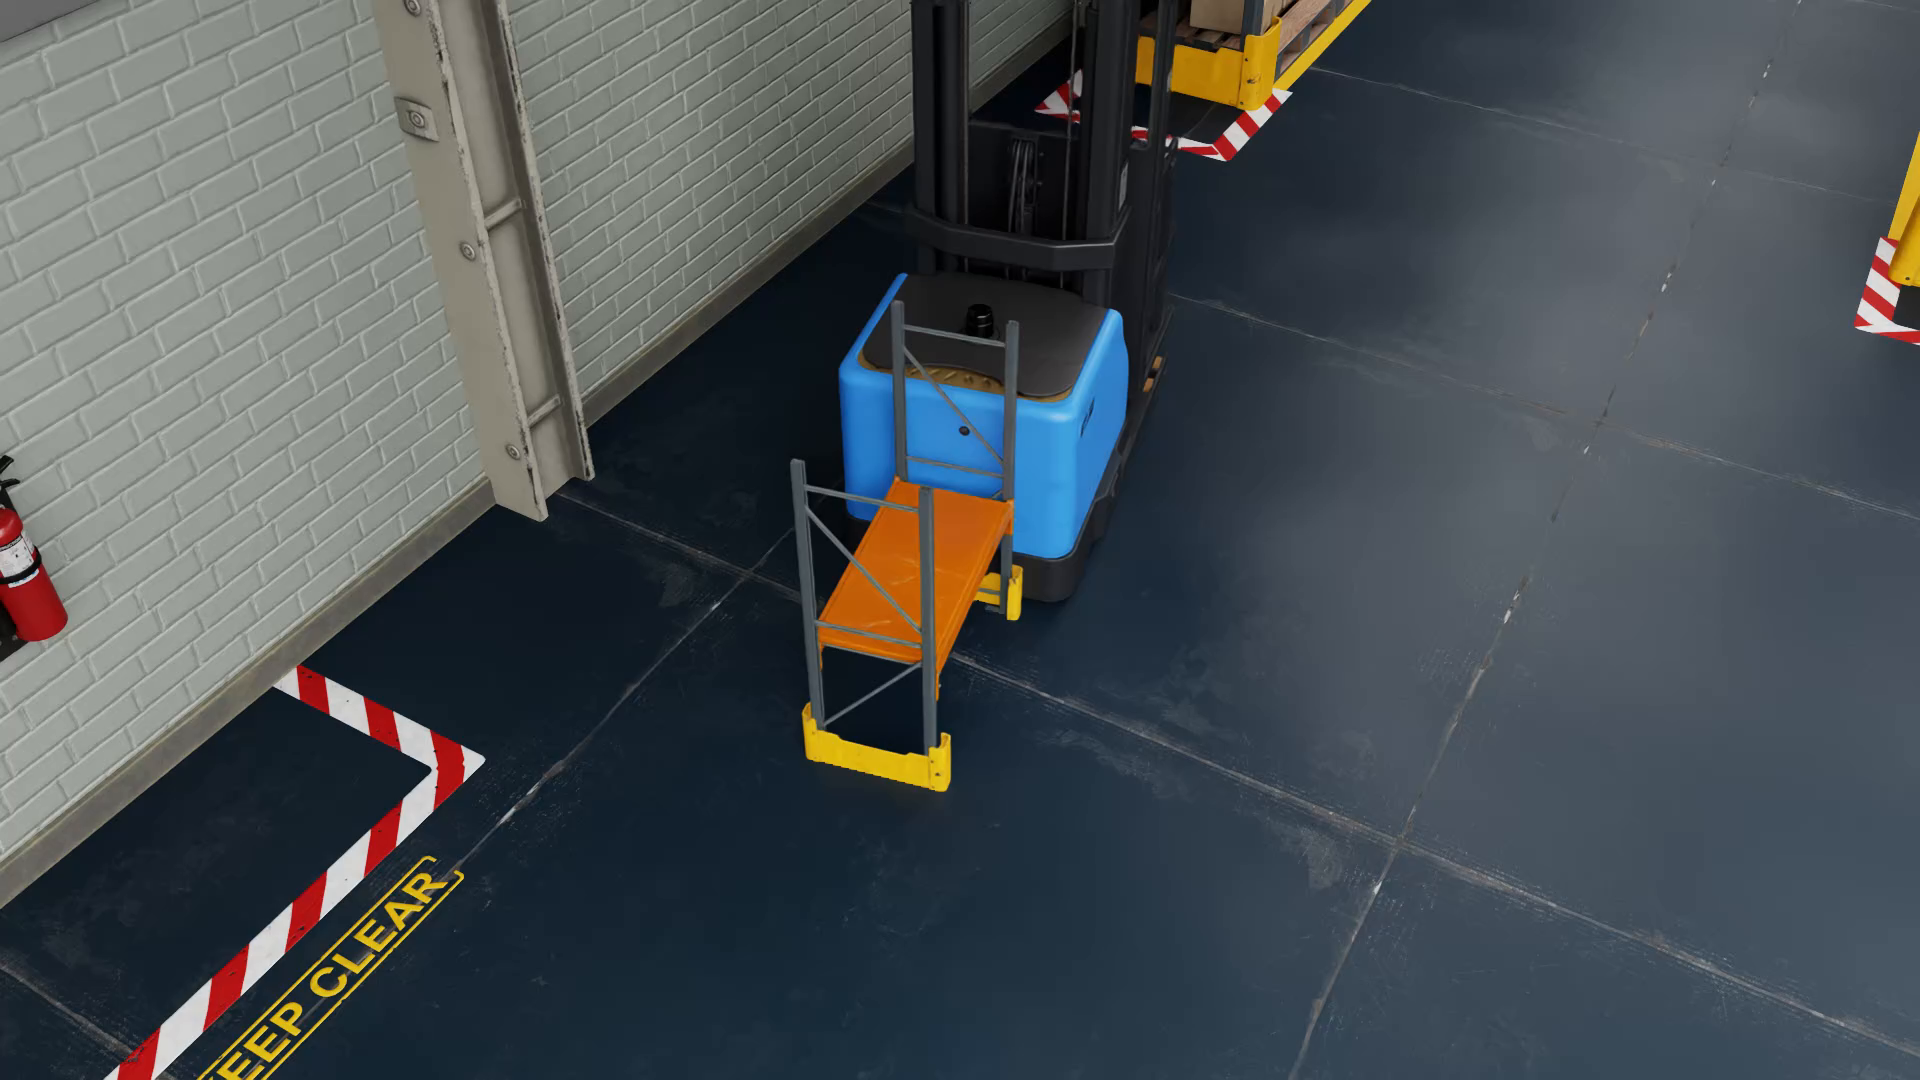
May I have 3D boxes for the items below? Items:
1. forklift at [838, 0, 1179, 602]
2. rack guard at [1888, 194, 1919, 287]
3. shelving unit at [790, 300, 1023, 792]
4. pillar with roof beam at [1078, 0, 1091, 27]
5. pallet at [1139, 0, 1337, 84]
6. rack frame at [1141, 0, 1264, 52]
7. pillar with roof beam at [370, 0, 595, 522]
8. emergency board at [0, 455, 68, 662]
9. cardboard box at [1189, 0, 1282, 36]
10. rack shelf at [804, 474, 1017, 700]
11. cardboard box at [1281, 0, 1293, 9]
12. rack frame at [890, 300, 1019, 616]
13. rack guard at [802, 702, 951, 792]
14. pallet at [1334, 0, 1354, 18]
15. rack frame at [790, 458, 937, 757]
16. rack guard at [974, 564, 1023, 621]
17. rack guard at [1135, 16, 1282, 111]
[{"bbox_3d":[0.419,-1.818,7.413,1.130,2.935,3.031,12,43,13],"label":"forklift"},{"bbox_3d":[5.716,-1.531,8.926,1.175,0.500,0.348,21,45,22],"label":"rack guard"},{"bbox_3d":[-0.173,0.021,6.407,0.587,1.500,1.083,12,43,13],"label":"shelving unit"},{"bbox_3d":[4.766,-5.634,7.154,9.100,9.000,0.400,21,45,22],"label":"pillar with roof beam"},{"bbox_3d":[1.912,-3.569,11.459,1.003,0.211,1.213,21,45,22],"label":"pallet"},{"bbox_3d":[1.437,-4.119,9.973,1.000,3.000,0.127,21,45,22],"label":"rack frame"},{"bbox_3d":[1.763,-2.200,3.255,9.100,9.000,0.400,21,45,22],"label":"pillar with roof beam"},{"bbox_3d":[-3.234,0.029,5.263,0.194,1.169,0.643,21,45,22],"label":"emergency board"},{"bbox_3d":[1.861,-3.641,11.132,0.500,0.311,0.500,16,44,17],"label":"cardboard box"},{"bbox_3d":[-0.176,0.162,6.519,0.538,0.185,1.000,12,43,13],"label":"rack shelf"},{"bbox_3d":[2.147,-3.968,11.503,0.500,0.311,0.500,25,47,25],"label":"cardboard box"},{"bbox_3d":[-0.022,-0.294,6.764,0.500,1.500,0.032,12,43,13],"label":"rack frame"},{"bbox_3d":[-0.324,0.804,6.464,0.587,0.250,0.087,12,43,13],"label":"rack guard"},{"bbox_3d":[2.524,-4.265,12.249,1.003,0.211,1.213,21,45,22],"label":"pallet"},{"bbox_3d":[-0.330,0.347,6.037,0.500,1.500,0.032,12,43,13],"label":"rack frame"},{"bbox_3d":[-0.022,0.176,7.176,0.587,0.250,0.087,12,43,13],"label":"rack guard"},{"bbox_3d":[1.475,-3.225,10.849,1.175,0.500,0.348,21,45,22],"label":"rack guard"}]
